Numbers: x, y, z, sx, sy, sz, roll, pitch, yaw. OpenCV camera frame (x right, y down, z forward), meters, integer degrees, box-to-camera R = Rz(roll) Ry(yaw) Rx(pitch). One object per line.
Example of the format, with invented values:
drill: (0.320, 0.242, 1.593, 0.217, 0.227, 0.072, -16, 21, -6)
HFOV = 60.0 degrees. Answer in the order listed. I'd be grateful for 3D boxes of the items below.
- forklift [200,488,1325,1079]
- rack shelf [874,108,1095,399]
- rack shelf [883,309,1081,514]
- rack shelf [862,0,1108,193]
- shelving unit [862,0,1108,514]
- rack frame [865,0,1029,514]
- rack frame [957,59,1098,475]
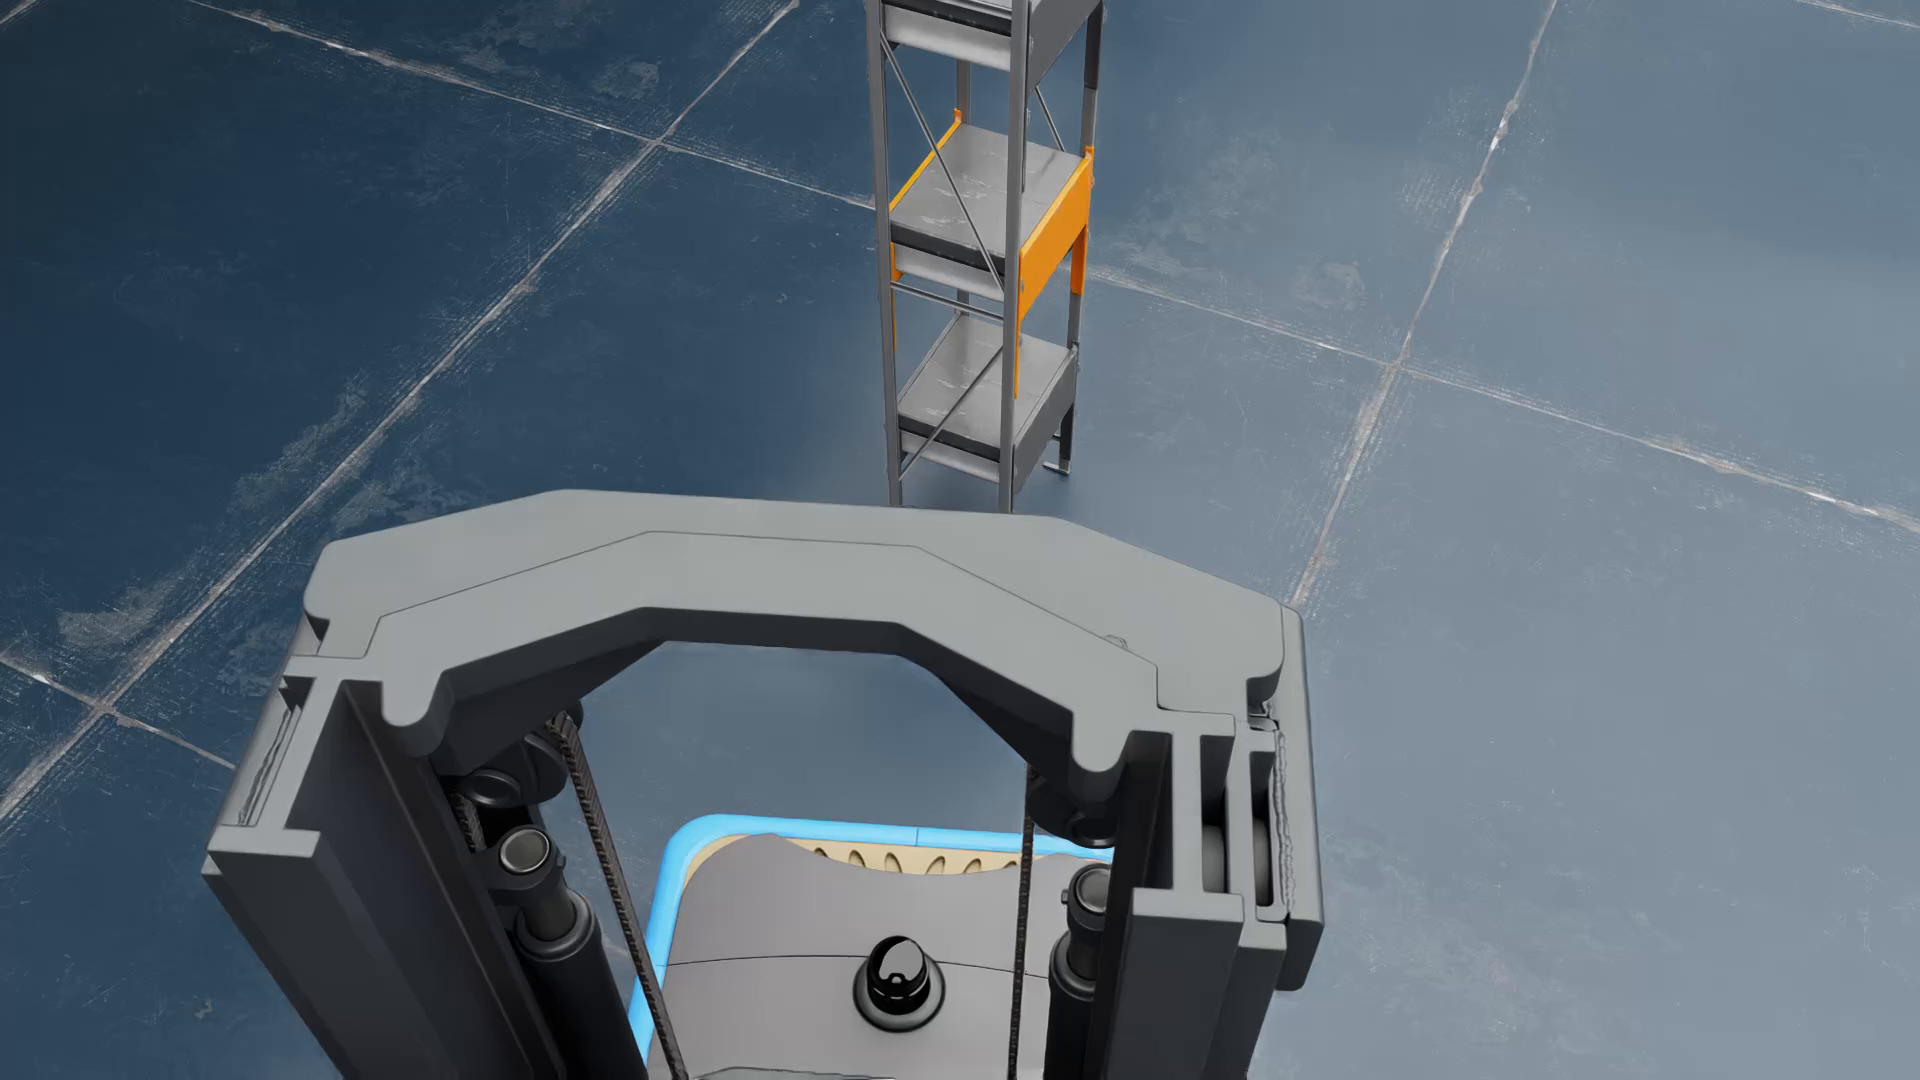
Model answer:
forklift: (-0.199, 1.449, 2.093, 1.130, 2.935, 3.031, 3, 50, 3)
rack shelf: (0.071, -0.786, 4.558, 0.431, 0.518, 0.480, 20, 52, 16)
rack shelf: (0.071, -0.332, 5.091, 0.431, 0.518, 0.480, 20, 52, 16)
rack shelf: (0.071, -1.239, 4.025, 0.431, 0.518, 0.480, 20, 52, 16)
shelving unit: (0.071, -0.794, 4.547, 0.431, 2.100, 0.503, 20, 52, 16)
rack frame: (-0.034, -0.626, 4.404, 0.400, 2.100, 0.015, 20, 52, 16)
rack frame: (0.175, -0.962, 4.690, 0.400, 2.100, 0.015, 20, 52, 16)
